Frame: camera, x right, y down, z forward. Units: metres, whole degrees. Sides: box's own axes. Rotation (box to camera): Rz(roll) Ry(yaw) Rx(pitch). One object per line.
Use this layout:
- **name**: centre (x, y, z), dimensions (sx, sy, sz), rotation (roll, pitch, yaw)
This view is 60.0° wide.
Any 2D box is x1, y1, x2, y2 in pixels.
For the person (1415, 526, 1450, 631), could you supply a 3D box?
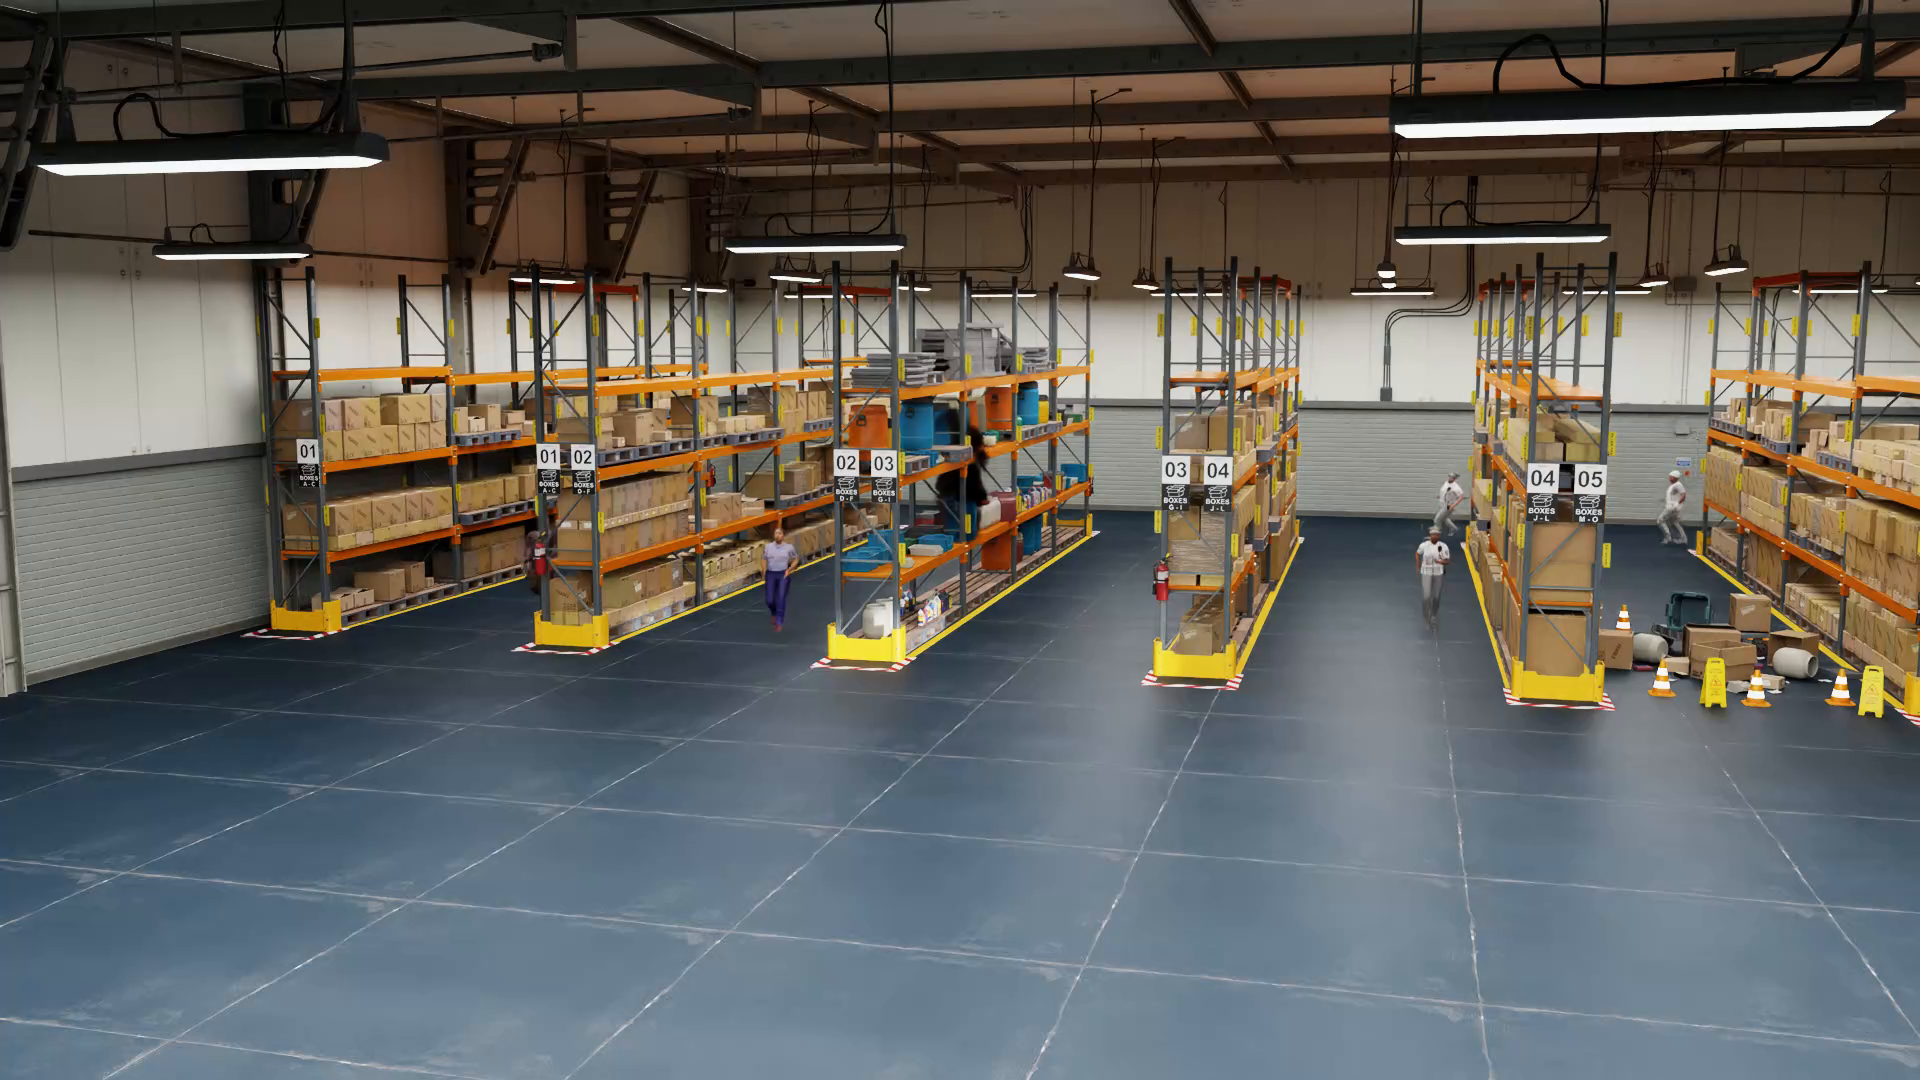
- **person**: centre (7.935, 0.625, 27.938), dimensions (0.549, 1.753, 0.777), rotation (2, 7, 12)

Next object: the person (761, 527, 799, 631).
- **person**: centre (-2.850, 0.607, 26.181), dimensions (0.600, 1.604, 0.553), rotation (0, 7, 3)

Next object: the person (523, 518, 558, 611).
- **person**: centre (-7.339, 0.453, 29.186), dimensions (0.710, 1.733, 0.571), rotation (1, 7, 5)

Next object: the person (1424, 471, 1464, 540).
- **person**: centre (11.456, -0.828, 39.402), dimensions (0.833, 1.688, 0.860), rotation (1, 7, 10)

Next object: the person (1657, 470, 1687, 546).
- **person**: centre (16.444, -0.721, 38.334), dimensions (0.668, 1.783, 0.737), rotation (3, 8, 23)
